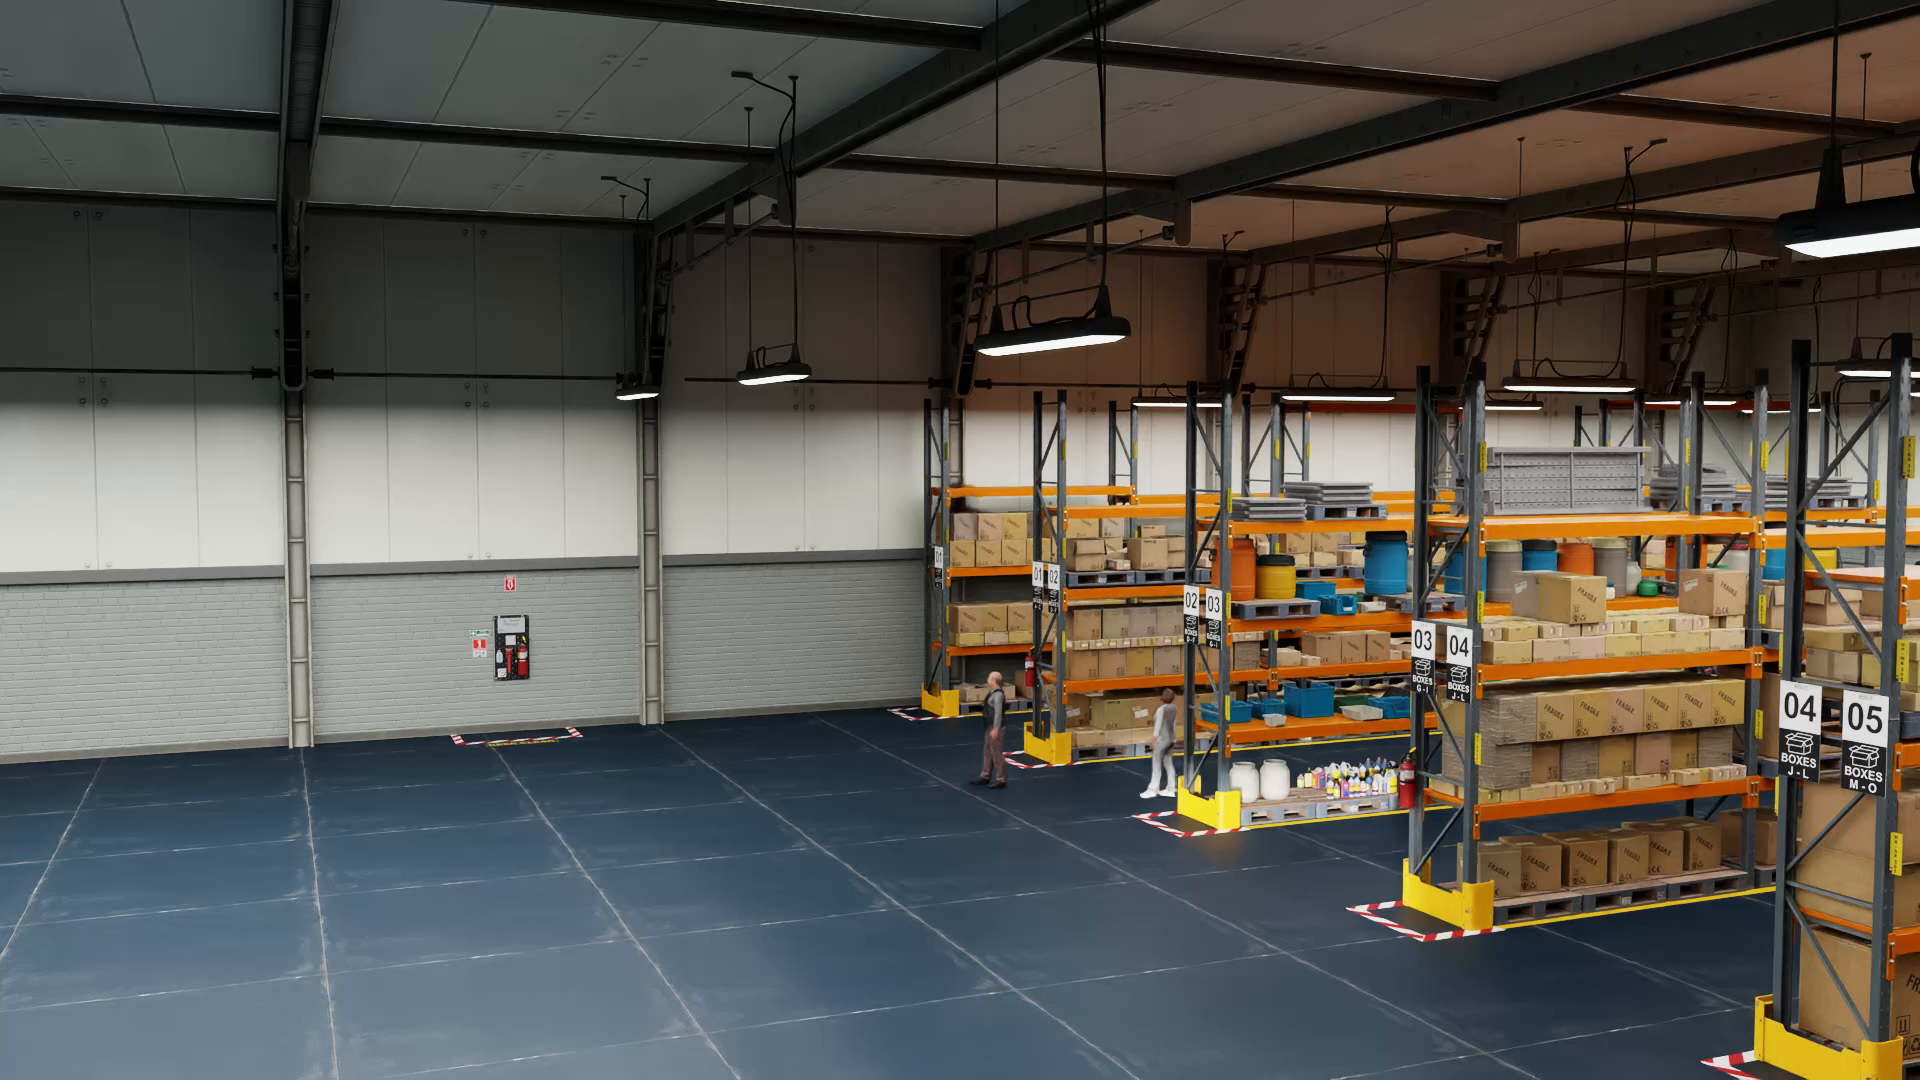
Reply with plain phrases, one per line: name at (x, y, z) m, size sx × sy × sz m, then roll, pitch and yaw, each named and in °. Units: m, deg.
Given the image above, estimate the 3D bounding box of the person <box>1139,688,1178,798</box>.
person at (2.914, 2.943, 24.231) m, size 0.489 × 1.604 × 0.442 m, roll 2°, pitch 4°, yaw 32°

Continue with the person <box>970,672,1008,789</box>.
person at (0.439, 2.839, 24.902) m, size 0.558 × 1.735 × 0.553 m, roll 0°, pitch 3°, yaw -2°
